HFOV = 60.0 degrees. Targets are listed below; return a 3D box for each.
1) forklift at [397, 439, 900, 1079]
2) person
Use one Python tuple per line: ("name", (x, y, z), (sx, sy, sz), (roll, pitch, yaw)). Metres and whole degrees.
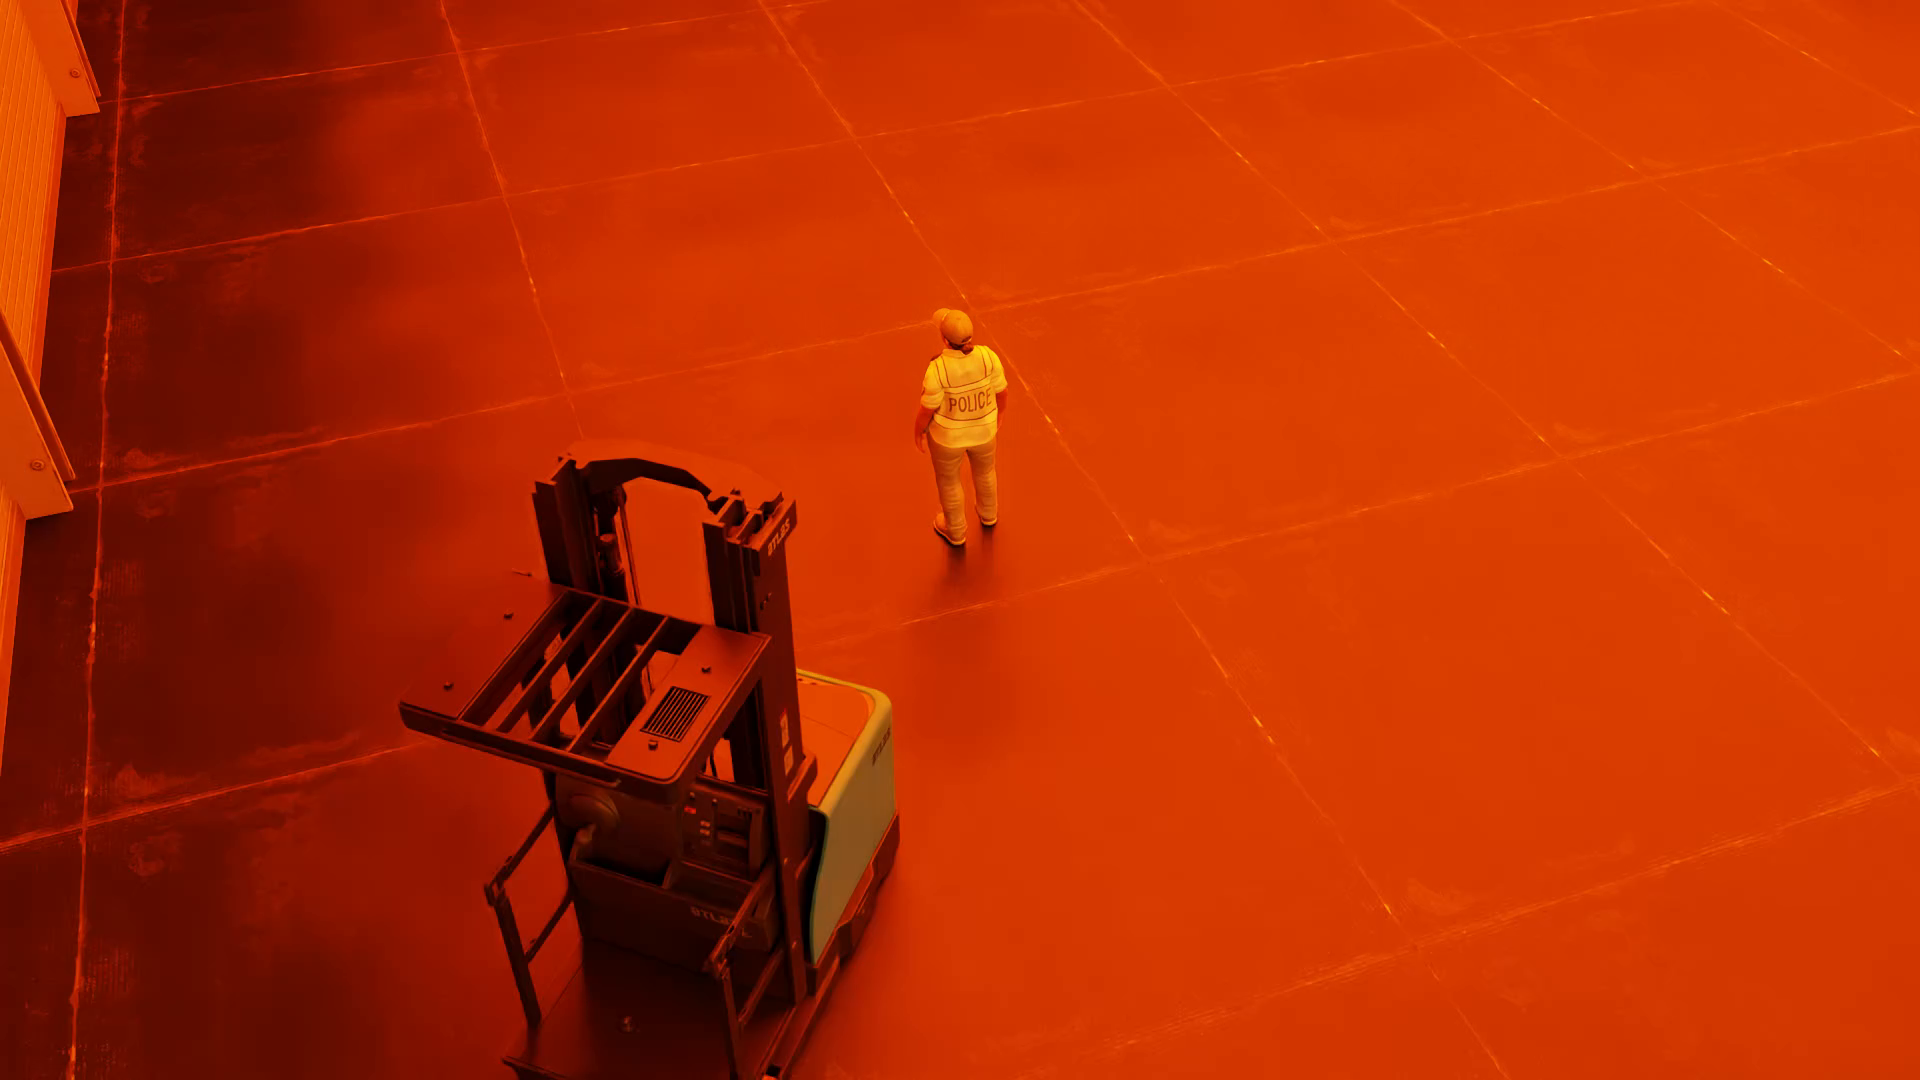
("forklift", (-1.292, 1.195, 6.574), (1.130, 2.935, 3.031), (13, 42, 16))
("person", (-0.004, -0.695, 9.797), (0.598, 1.670, 0.529), (-13, 42, -15))
